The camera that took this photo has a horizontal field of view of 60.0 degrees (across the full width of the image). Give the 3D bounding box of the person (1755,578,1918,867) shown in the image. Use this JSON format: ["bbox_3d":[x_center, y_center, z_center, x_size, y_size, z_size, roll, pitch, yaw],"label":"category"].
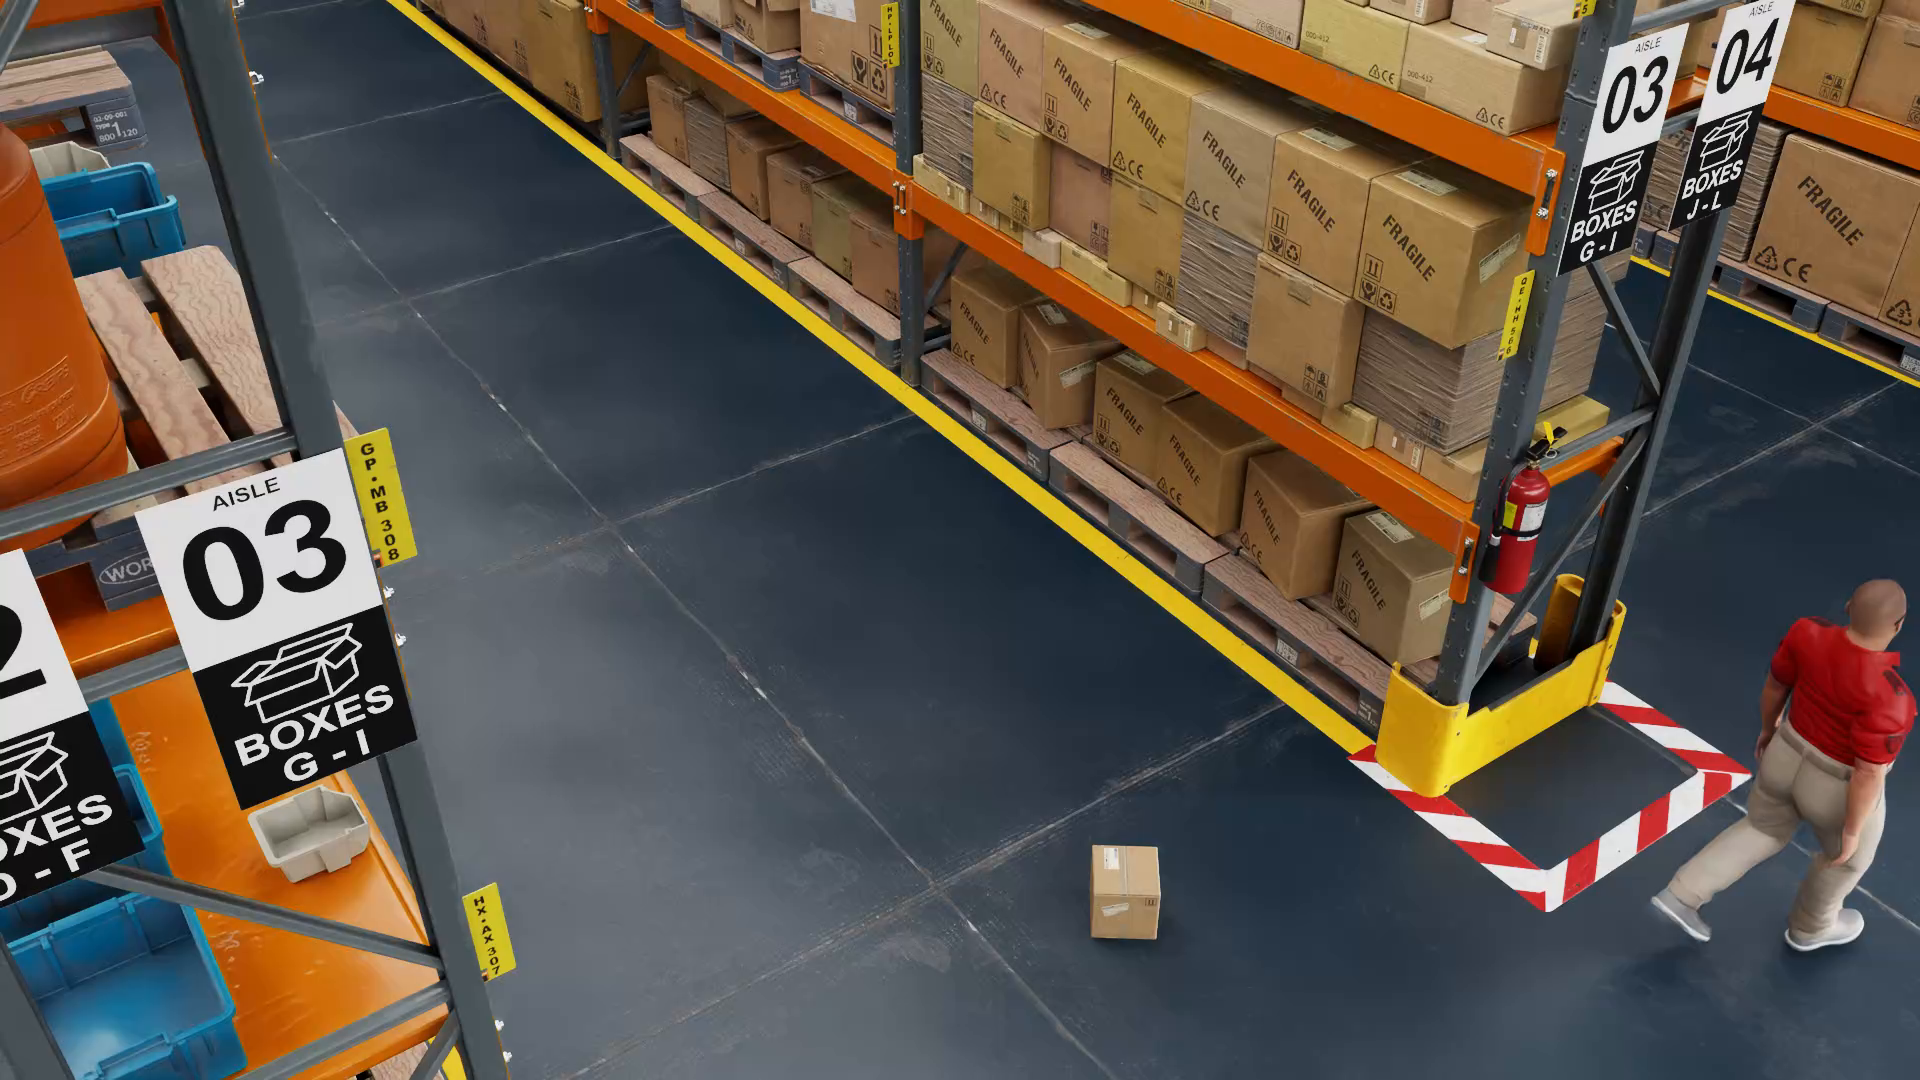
[{"bbox_3d":[3.053,0.556,5.697,0.339,1.041,0.567,-13,38,-17],"label":"person"}]
